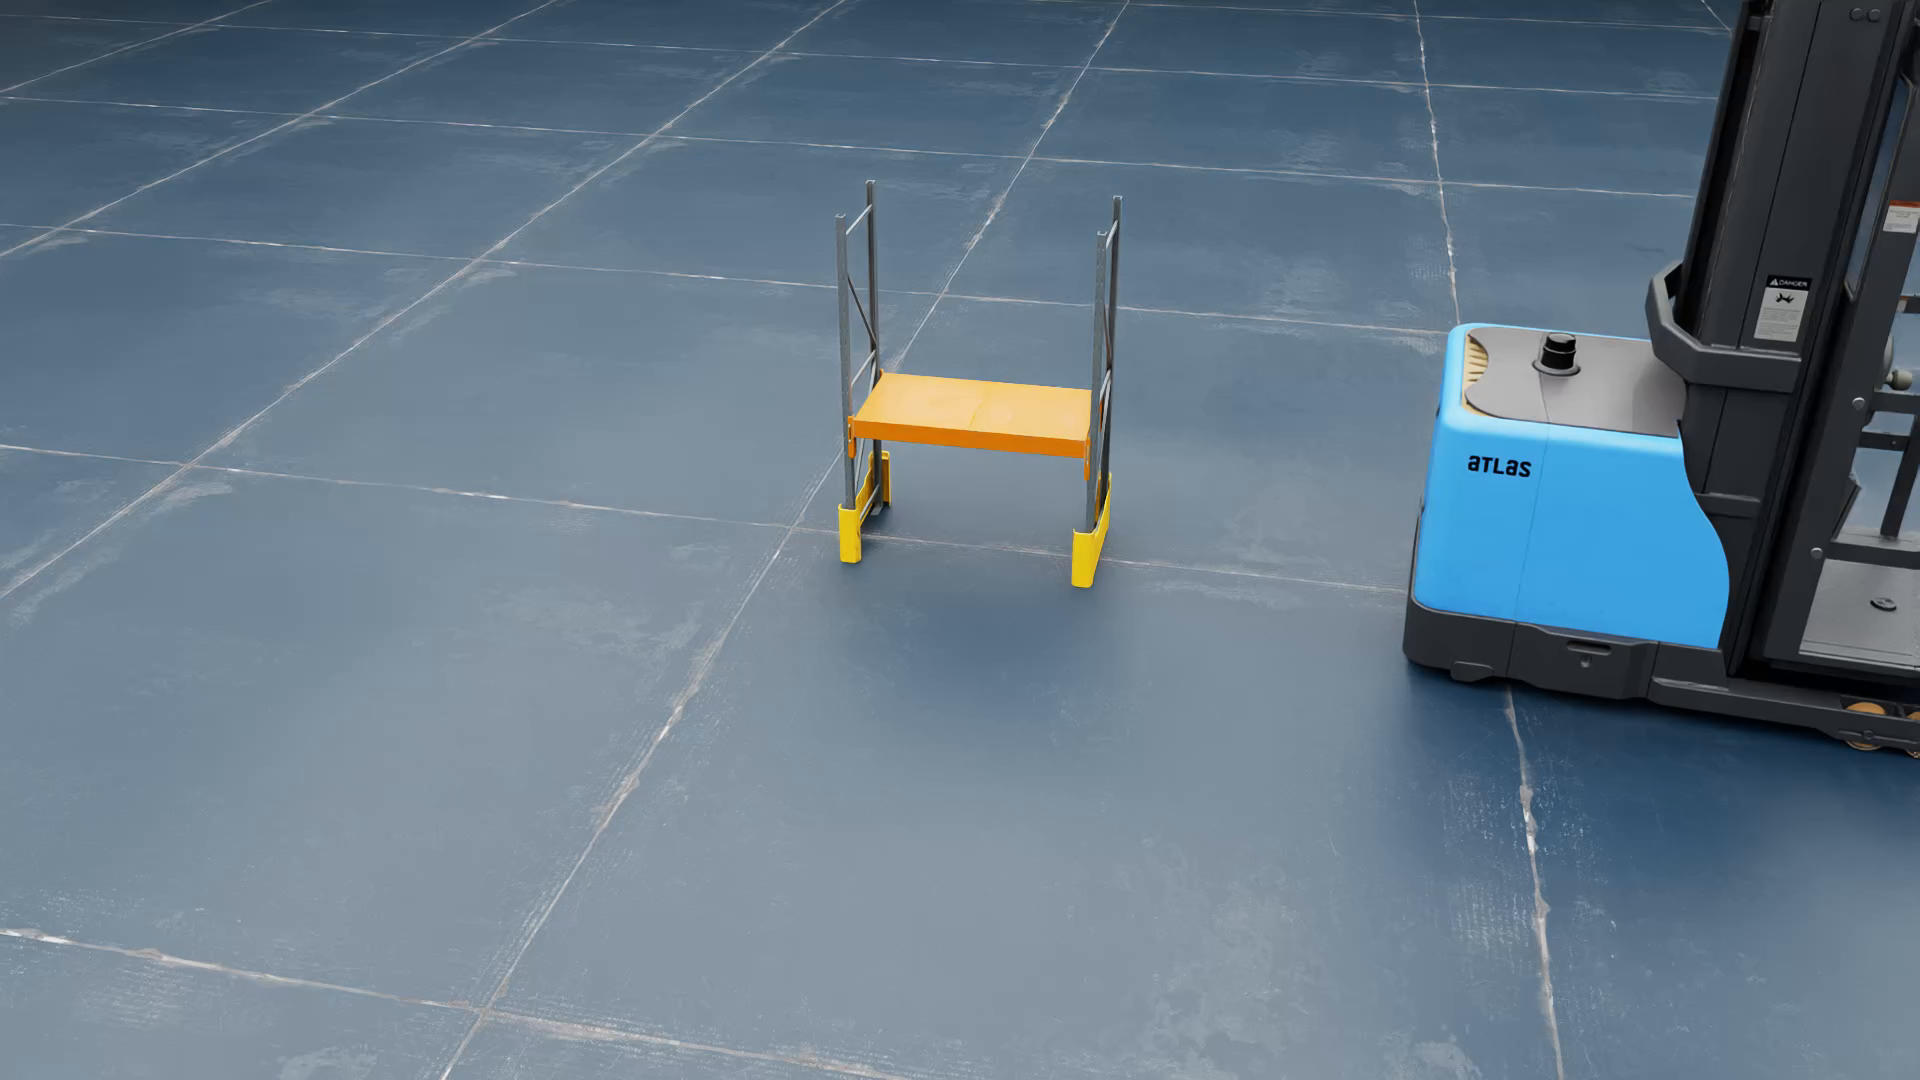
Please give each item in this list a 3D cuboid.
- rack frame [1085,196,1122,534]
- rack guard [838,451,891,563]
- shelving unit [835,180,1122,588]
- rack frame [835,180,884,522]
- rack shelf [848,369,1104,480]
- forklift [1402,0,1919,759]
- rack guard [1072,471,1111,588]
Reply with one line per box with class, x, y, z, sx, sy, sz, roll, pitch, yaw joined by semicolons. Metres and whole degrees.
rack frame;0.581;-0.598;6.781;0.032;1.500;0.500;6;29;11
rack guard;-0.412;-0.152;7.267;0.087;0.250;0.587;6;29;11
shelving unit;0.075;-0.650;6.876;1.083;1.500;0.587;6;29;11
rack frame;-0.414;-0.700;6.967;0.032;1.500;0.500;6;29;11
rack shelf;0.083;-0.492;6.961;1.000;0.185;0.538;6;29;11
forklift;3.261;-0.800;5.659;3.031;2.935;1.130;8;30;14
rack guard;0.562;-0.052;7.085;0.087;0.250;0.587;6;29;11
